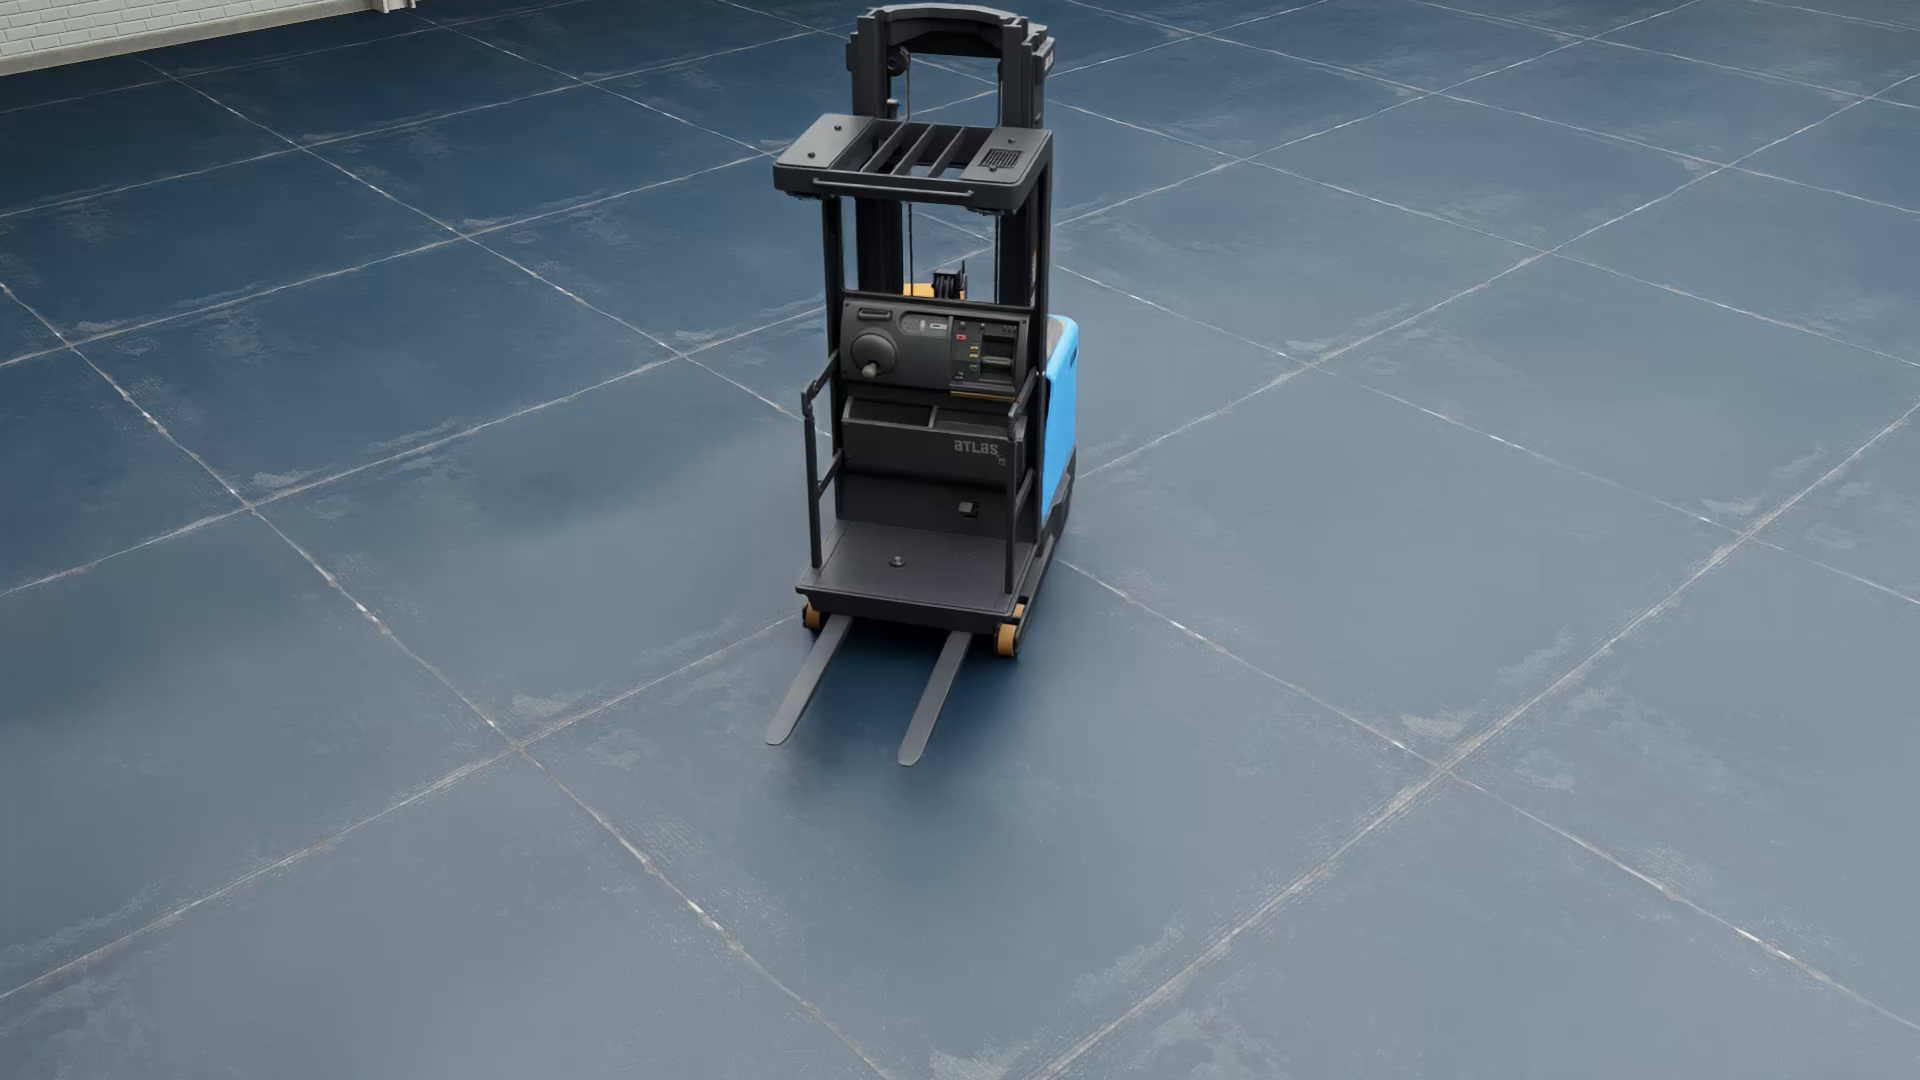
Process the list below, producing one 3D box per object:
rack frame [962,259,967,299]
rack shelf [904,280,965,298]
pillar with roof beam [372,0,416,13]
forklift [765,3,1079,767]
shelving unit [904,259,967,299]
[{"bbox_3d":[0.027,-1.049,9.816,0.015,1.200,0.240,-2,31,-3],"label":"rack frame"},{"bbox_3d":[-0.216,-1.377,9.599,0.480,0.148,0.258,-2,31,-3],"label":"rack shelf"},{"bbox_3d":[-3.676,-8.404,14.368,0.400,9.000,9.100,-26,40,-35],"label":"pillar with roof beam"},{"bbox_3d":[-0.176,-0.887,7.891,1.130,2.935,3.031,7,32,12],"label":"forklift"},{"bbox_3d":[-0.216,-1.042,9.804,0.503,1.200,0.258,-2,31,-3],"label":"shelving unit"}]
